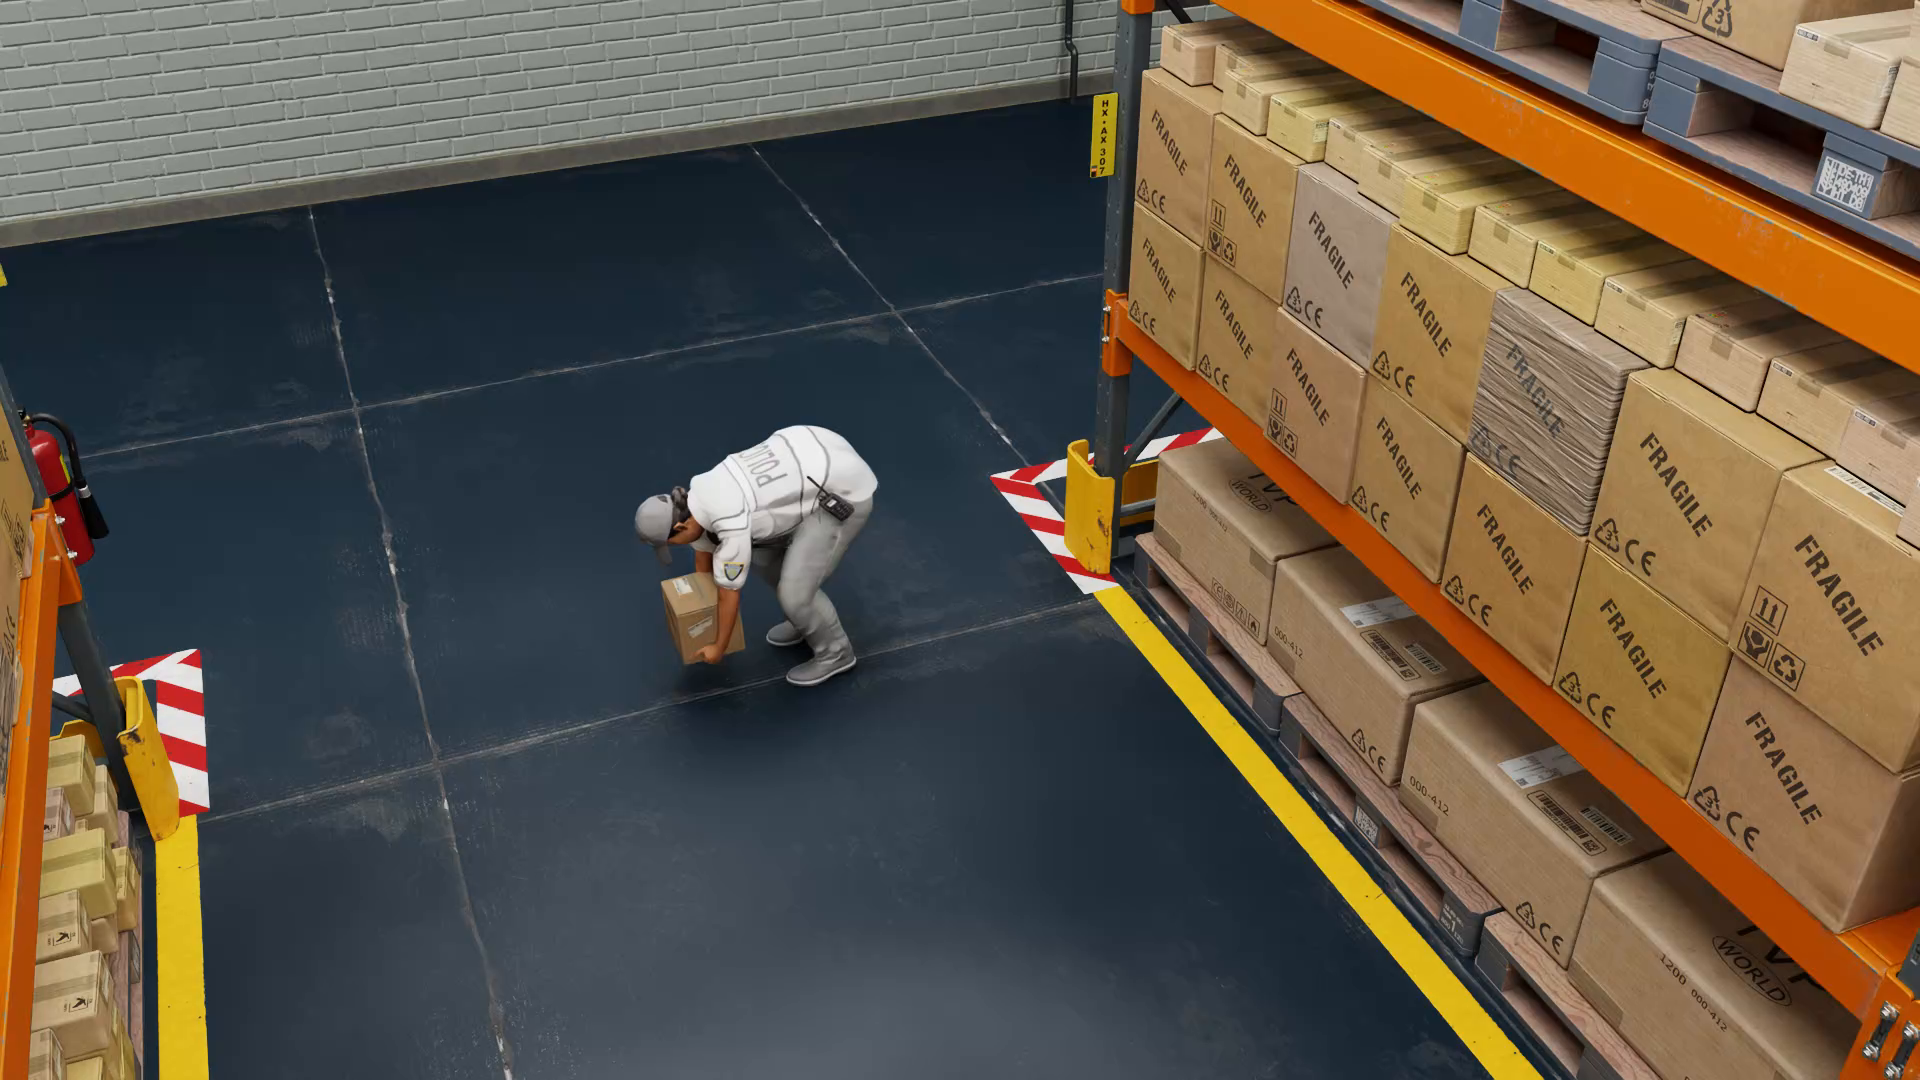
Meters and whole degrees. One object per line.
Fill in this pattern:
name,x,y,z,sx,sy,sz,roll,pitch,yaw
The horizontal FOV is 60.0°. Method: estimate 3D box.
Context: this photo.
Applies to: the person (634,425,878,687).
person,-0.792,0.094,6.578,0.951,1.025,0.494,-15,36,-21
